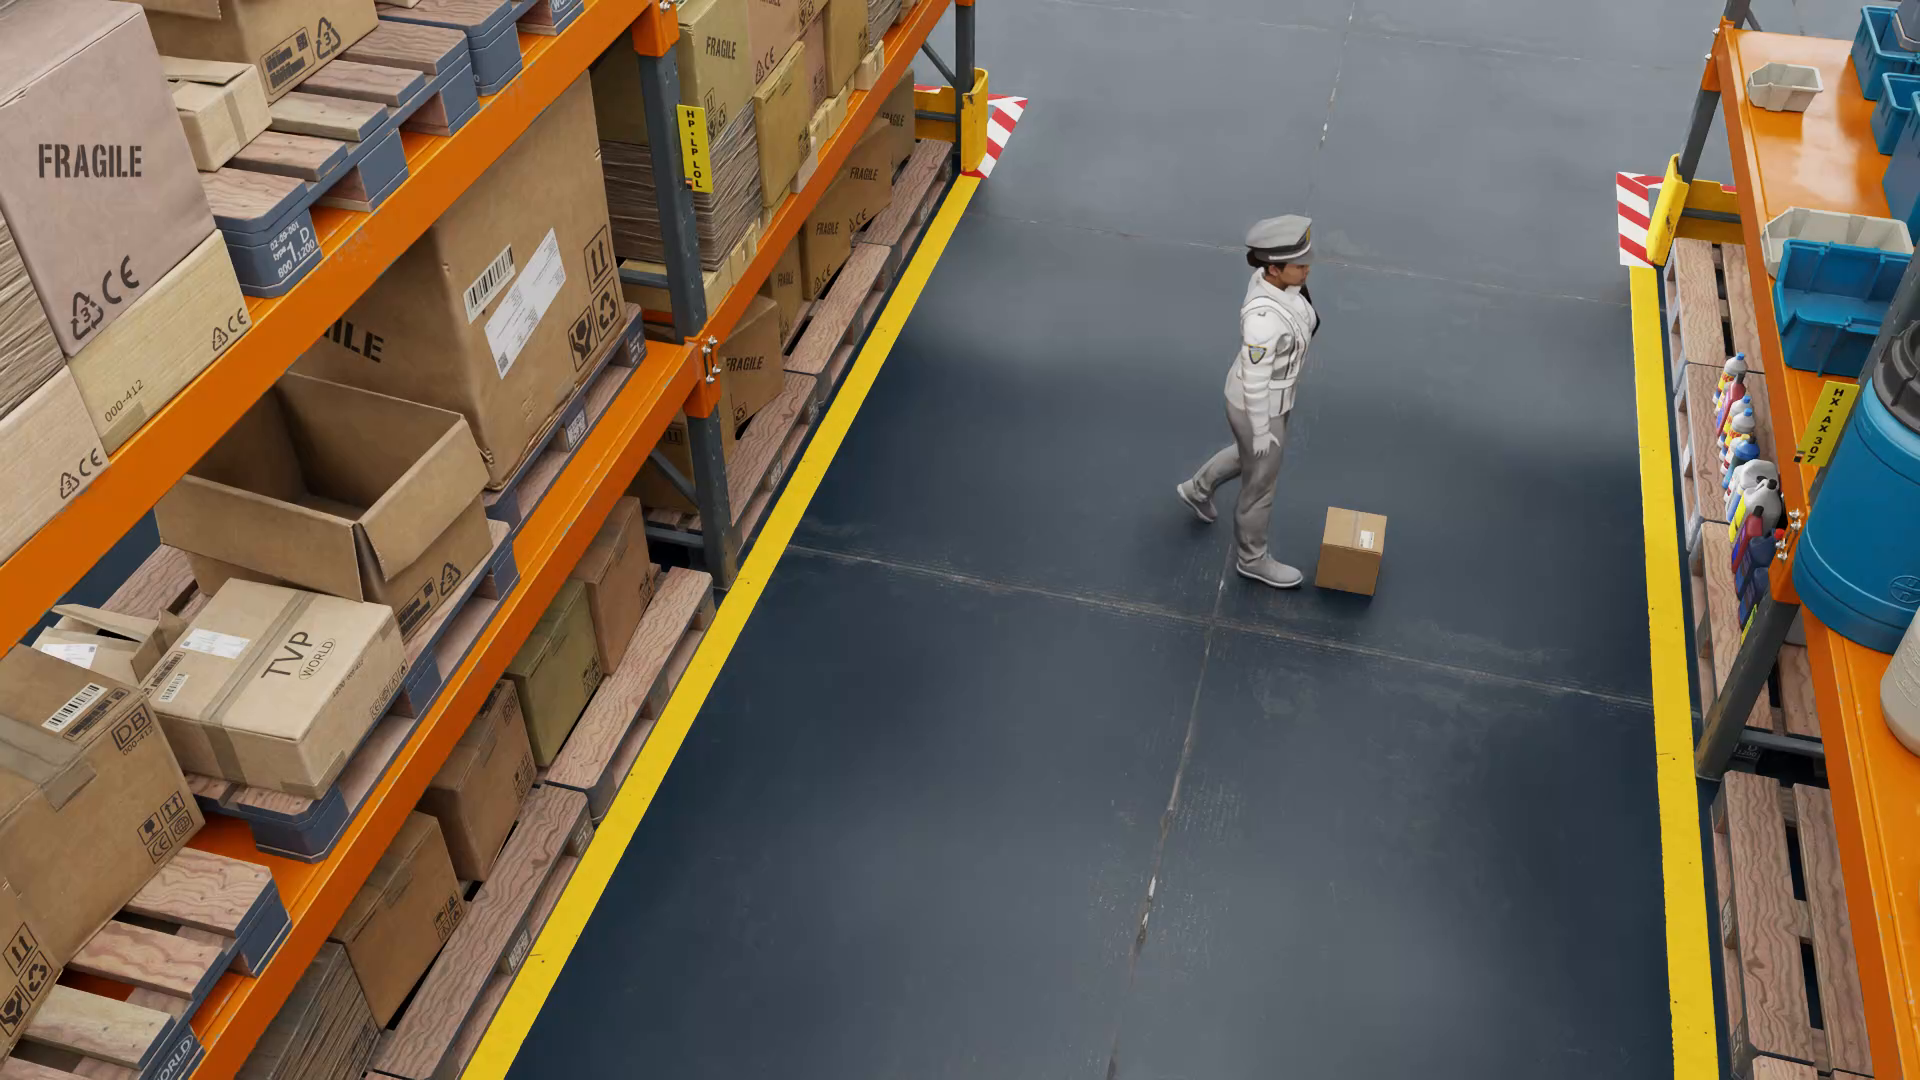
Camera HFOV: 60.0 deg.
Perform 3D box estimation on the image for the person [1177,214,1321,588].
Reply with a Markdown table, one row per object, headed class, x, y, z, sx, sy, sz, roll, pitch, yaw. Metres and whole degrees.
| class | x | y | z | sx | sy | sz | roll | pitch | yaw |
| --- | --- | --- | --- | --- | --- | --- | --- | --- | --- |
| person | 1.220 | -0.573 | 6.807 | 0.613 | 1.715 | 0.523 | 11 | 42 | 12 |
